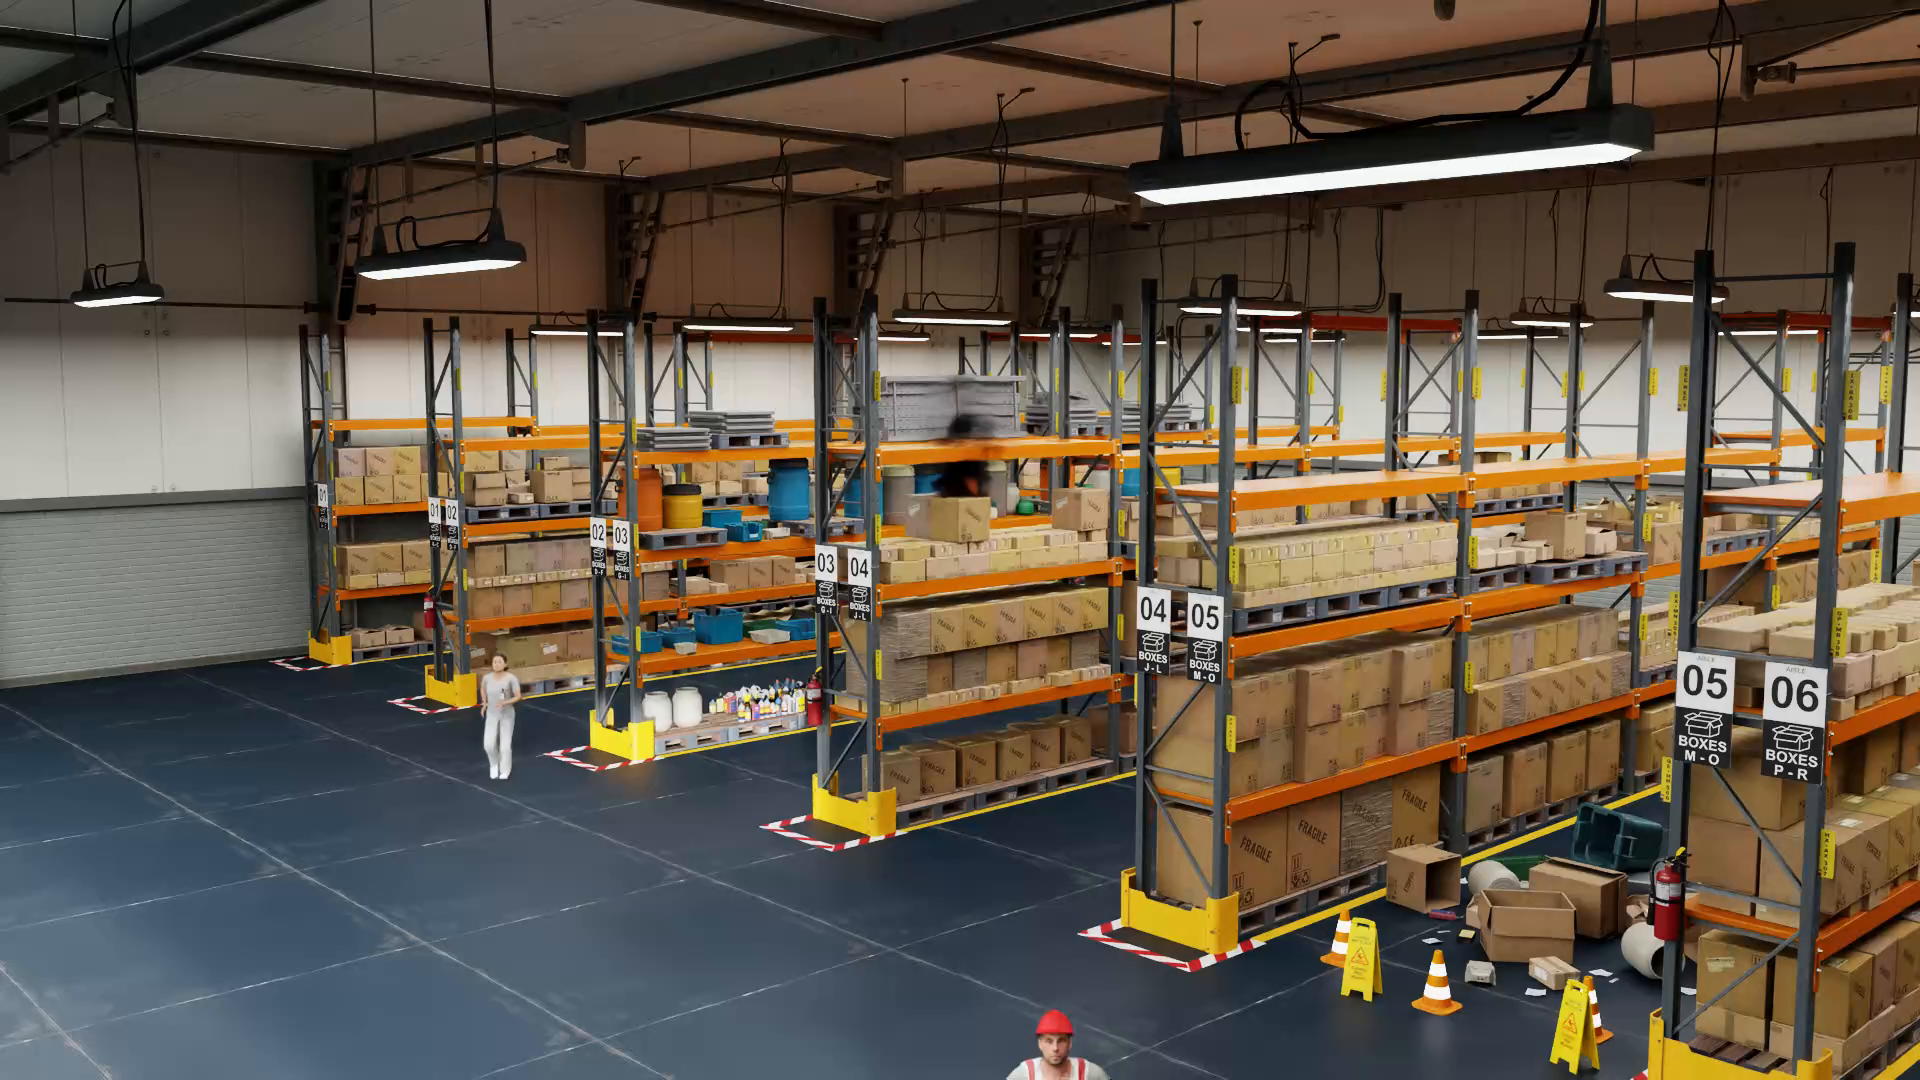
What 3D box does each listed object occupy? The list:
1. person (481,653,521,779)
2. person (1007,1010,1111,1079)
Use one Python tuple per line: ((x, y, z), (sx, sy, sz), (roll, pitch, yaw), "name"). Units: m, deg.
((-5.790, 2.229, 20.917), (0.548, 1.634, 0.618), (0, 6, -3), "person")
((0.520, 3.393, 8.859), (0.643, 1.741, 0.581), (1, 6, 5), "person")
